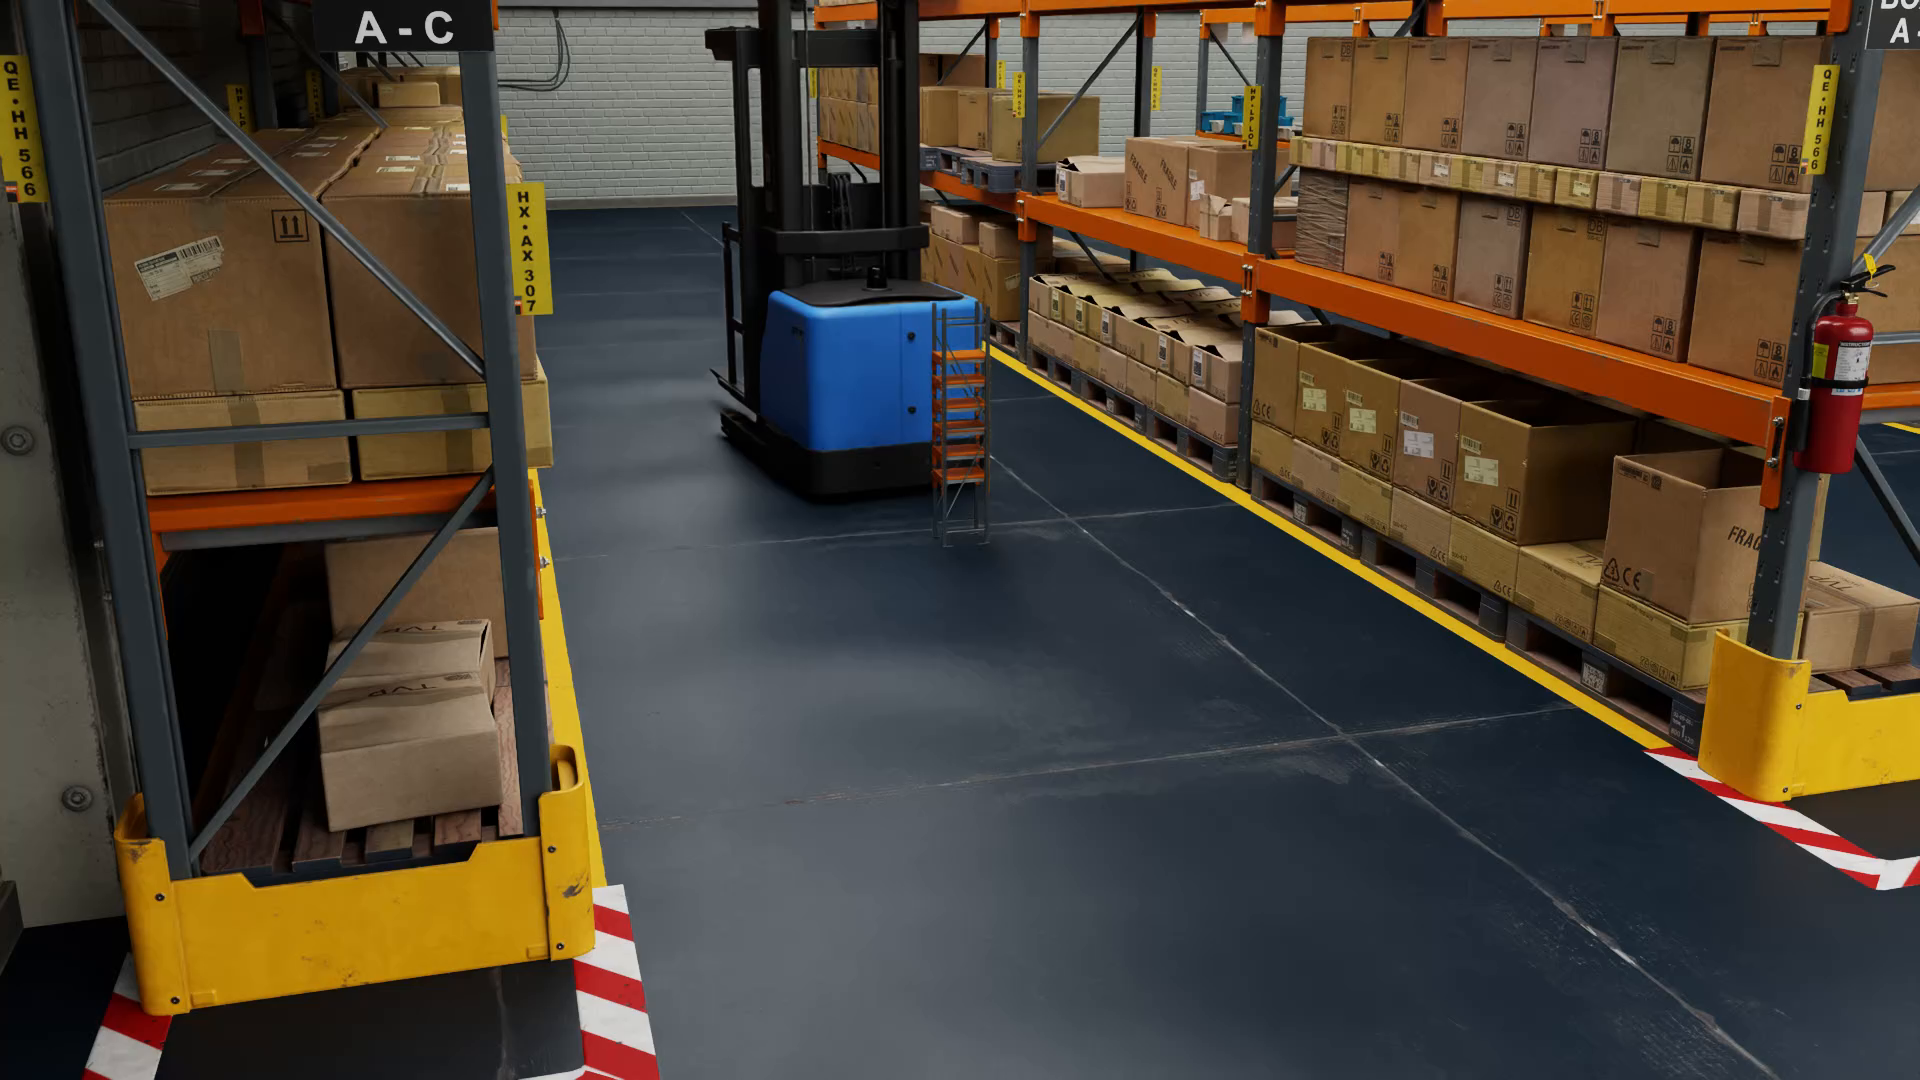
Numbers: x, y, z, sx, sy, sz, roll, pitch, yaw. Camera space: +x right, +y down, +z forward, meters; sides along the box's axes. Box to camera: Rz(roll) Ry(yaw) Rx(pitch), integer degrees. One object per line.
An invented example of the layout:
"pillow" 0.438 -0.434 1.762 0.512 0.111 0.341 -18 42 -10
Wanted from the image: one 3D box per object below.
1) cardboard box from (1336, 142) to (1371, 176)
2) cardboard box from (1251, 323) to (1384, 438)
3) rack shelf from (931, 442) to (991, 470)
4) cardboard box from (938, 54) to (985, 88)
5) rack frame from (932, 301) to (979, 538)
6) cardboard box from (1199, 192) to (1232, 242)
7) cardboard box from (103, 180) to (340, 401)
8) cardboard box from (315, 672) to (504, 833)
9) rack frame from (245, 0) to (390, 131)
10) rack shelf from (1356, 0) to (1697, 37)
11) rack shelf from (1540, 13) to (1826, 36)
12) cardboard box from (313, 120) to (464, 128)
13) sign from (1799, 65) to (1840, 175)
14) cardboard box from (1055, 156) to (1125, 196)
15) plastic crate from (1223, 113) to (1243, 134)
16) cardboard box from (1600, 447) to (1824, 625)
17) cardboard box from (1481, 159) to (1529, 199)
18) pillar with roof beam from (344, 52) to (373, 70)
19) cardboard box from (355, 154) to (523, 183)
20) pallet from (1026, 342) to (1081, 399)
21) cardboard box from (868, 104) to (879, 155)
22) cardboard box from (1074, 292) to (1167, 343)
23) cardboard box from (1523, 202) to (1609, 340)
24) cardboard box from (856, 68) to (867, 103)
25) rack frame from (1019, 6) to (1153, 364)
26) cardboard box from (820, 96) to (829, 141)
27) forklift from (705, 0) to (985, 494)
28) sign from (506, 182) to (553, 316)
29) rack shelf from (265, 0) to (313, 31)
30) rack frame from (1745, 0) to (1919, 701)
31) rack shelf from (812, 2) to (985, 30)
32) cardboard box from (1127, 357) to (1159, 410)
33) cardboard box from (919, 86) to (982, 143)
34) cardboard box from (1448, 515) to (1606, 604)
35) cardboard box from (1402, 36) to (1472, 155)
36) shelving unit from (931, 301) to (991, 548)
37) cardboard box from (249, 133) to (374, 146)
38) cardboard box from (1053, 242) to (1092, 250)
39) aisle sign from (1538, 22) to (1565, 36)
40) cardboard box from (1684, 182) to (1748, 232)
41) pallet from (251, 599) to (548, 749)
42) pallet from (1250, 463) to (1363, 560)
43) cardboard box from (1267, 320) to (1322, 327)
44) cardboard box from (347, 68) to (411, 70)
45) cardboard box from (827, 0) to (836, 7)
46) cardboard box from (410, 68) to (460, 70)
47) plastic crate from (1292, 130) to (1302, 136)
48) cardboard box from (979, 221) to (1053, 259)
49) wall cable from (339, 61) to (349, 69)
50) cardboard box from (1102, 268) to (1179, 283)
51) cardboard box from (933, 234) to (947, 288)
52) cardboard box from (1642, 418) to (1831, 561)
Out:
"cardboard box" 2.095 -1.893 8.239 0.380 0.149 0.250 -5 17 -17
"cardboard box" 1.892 -0.855 8.831 0.500 0.500 0.500 -5 17 -15
"rack shelf" 0.004 -0.413 8.313 0.258 0.103 0.180 -5 17 -15
"cardboard box" 0.008 -4.657 16.830 0.500 0.500 0.500 -4 17 -14
"rack frame" -0.021 -0.596 8.350 0.240 1.200 0.006 -5 17 -15
"cardboard box" 1.647 -1.929 9.894 0.396 0.266 0.258 -5 17 -17
"cardboard box" -1.931 -0.676 4.412 0.500 0.500 0.500 -5 17 -16
"cardboard box" -1.701 0.613 5.107 0.500 0.311 0.500 -7 18 -22
"rack frame" -2.697 -1.372 7.806 1.000 3.000 0.127 -5 17 -15
"rack shelf" 5.180 -4.907 15.611 1.077 0.370 4.000 -5 17 -15
"rack shelf" 8.843 -6.405 20.598 1.077 0.370 4.000 -5 17 -15
"cardboard box" -2.950 -1.929 8.723 0.700 0.500 0.500 -3 17 -10
"sign" 2.639 -1.287 5.099 0.100 0.325 0.005 -5 17 -15
"cardboard box" 1.024 -2.725 12.463 0.500 0.311 0.500 -4 17 -12
"plastic crate" 3.463 -5.147 20.559 0.416 0.233 0.300 -5 17 -15
"cardboard box" 2.731 -0.027 6.073 0.500 0.500 0.500 -5 17 -15
"cardboard box" 2.448 -1.537 7.052 0.380 0.149 0.250 -5 17 -16
"pillar with roof beam" -3.429 -8.584 21.385 9.100 9.000 0.400 -5 17 -15
"cardboard box" -1.702 -0.999 5.488 0.500 0.500 0.500 -5 18 -17
"pallet" 1.155 -1.305 12.430 1.003 0.211 1.213 -5 17 -15
"cardboard box" -0.660 -4.286 17.333 0.500 0.500 0.500 -4 17 -14
"cardboard box" 1.118 -1.570 11.540 0.500 0.311 0.500 -5 17 -17
"cardboard box" 2.769 -1.119 6.790 0.700 0.500 0.500 -5 17 -15
"cardboard box" -0.803 -4.905 17.655 0.500 0.500 0.500 -5 17 -15
"rack frame" 0.966 -2.871 12.797 1.000 3.000 0.127 -5 17 -15
"cardboard box" -1.364 -4.989 19.671 0.500 0.500 0.500 -4 17 -14
"forklift" -0.877 -2.033 10.126 1.130 2.935 3.031 -7 18 -21
"sign" -1.076 -0.723 4.141 0.100 0.325 0.005 -5 17 -15
"rack shelf" -3.246 -3.018 9.320 1.077 0.370 4.000 -5 17 -15
"rack frame" 3.165 -0.658 5.430 1.000 3.000 0.127 -5 17 -15
"rack shelf" -0.683 -5.623 17.994 1.077 0.370 4.000 -5 17 -15
"cardboard box" 1.394 -1.022 10.692 0.500 0.250 0.500 -4 17 -14
"cardboard box" -0.218 -4.078 15.910 0.700 0.500 0.500 -12 20 -34
"cardboard box" 2.445 0.057 7.099 0.500 0.250 0.500 -5 17 -15
"cardboard box" 2.470 -2.034 7.579 0.700 0.500 0.500 -5 17 -15
"shelving unit" 0.004 -0.571 8.266 0.258 1.200 0.189 -5 17 -15
"cardboard box" -2.630 -1.379 6.752 0.500 0.500 0.500 -5 17 -16
"cardboard box" 0.833 -2.317 14.531 0.500 0.500 0.500 -5 17 -16
"aisle sign" 7.985 -7.108 22.381 0.394 0.787 0.004 -5 17 -15
"cardboard box" 2.803 -1.180 5.865 0.380 0.149 0.250 -4 17 -14
"pallet" -2.139 0.484 6.473 1.003 0.211 1.213 -5 17 -15
"pallet" 2.243 -0.206 8.771 1.003 0.211 1.213 -5 17 -15
"cardboard box" 2.059 -1.191 10.276 0.500 0.311 0.500 -5 17 -16
"cardboard box" -4.727 -3.714 13.573 0.500 0.250 0.500 -5 18 -17
"cardboard box" -1.211 -6.147 18.750 0.500 0.250 0.500 -5 17 -15
"cardboard box" -4.249 -3.752 13.699 0.500 0.250 0.500 -4 17 -14
"plastic crate" 4.064 -4.554 18.772 0.437 0.125 0.590 -5 17 -15
"cardboard box" 0.464 -2.499 13.836 0.500 0.250 0.500 -4 17 -13
"wall cable" -7.256 -5.457 19.640 0.084 1.984 1.851 -5 17 -15
"cardboard box" 1.347 -1.899 12.634 0.500 0.311 0.500 -4 17 -14
"cardboard box" 0.053 -2.553 15.317 0.500 0.500 0.500 -4 17 -15
"cardboard box" 3.092 -0.206 6.670 0.500 0.500 0.500 -5 17 -15
